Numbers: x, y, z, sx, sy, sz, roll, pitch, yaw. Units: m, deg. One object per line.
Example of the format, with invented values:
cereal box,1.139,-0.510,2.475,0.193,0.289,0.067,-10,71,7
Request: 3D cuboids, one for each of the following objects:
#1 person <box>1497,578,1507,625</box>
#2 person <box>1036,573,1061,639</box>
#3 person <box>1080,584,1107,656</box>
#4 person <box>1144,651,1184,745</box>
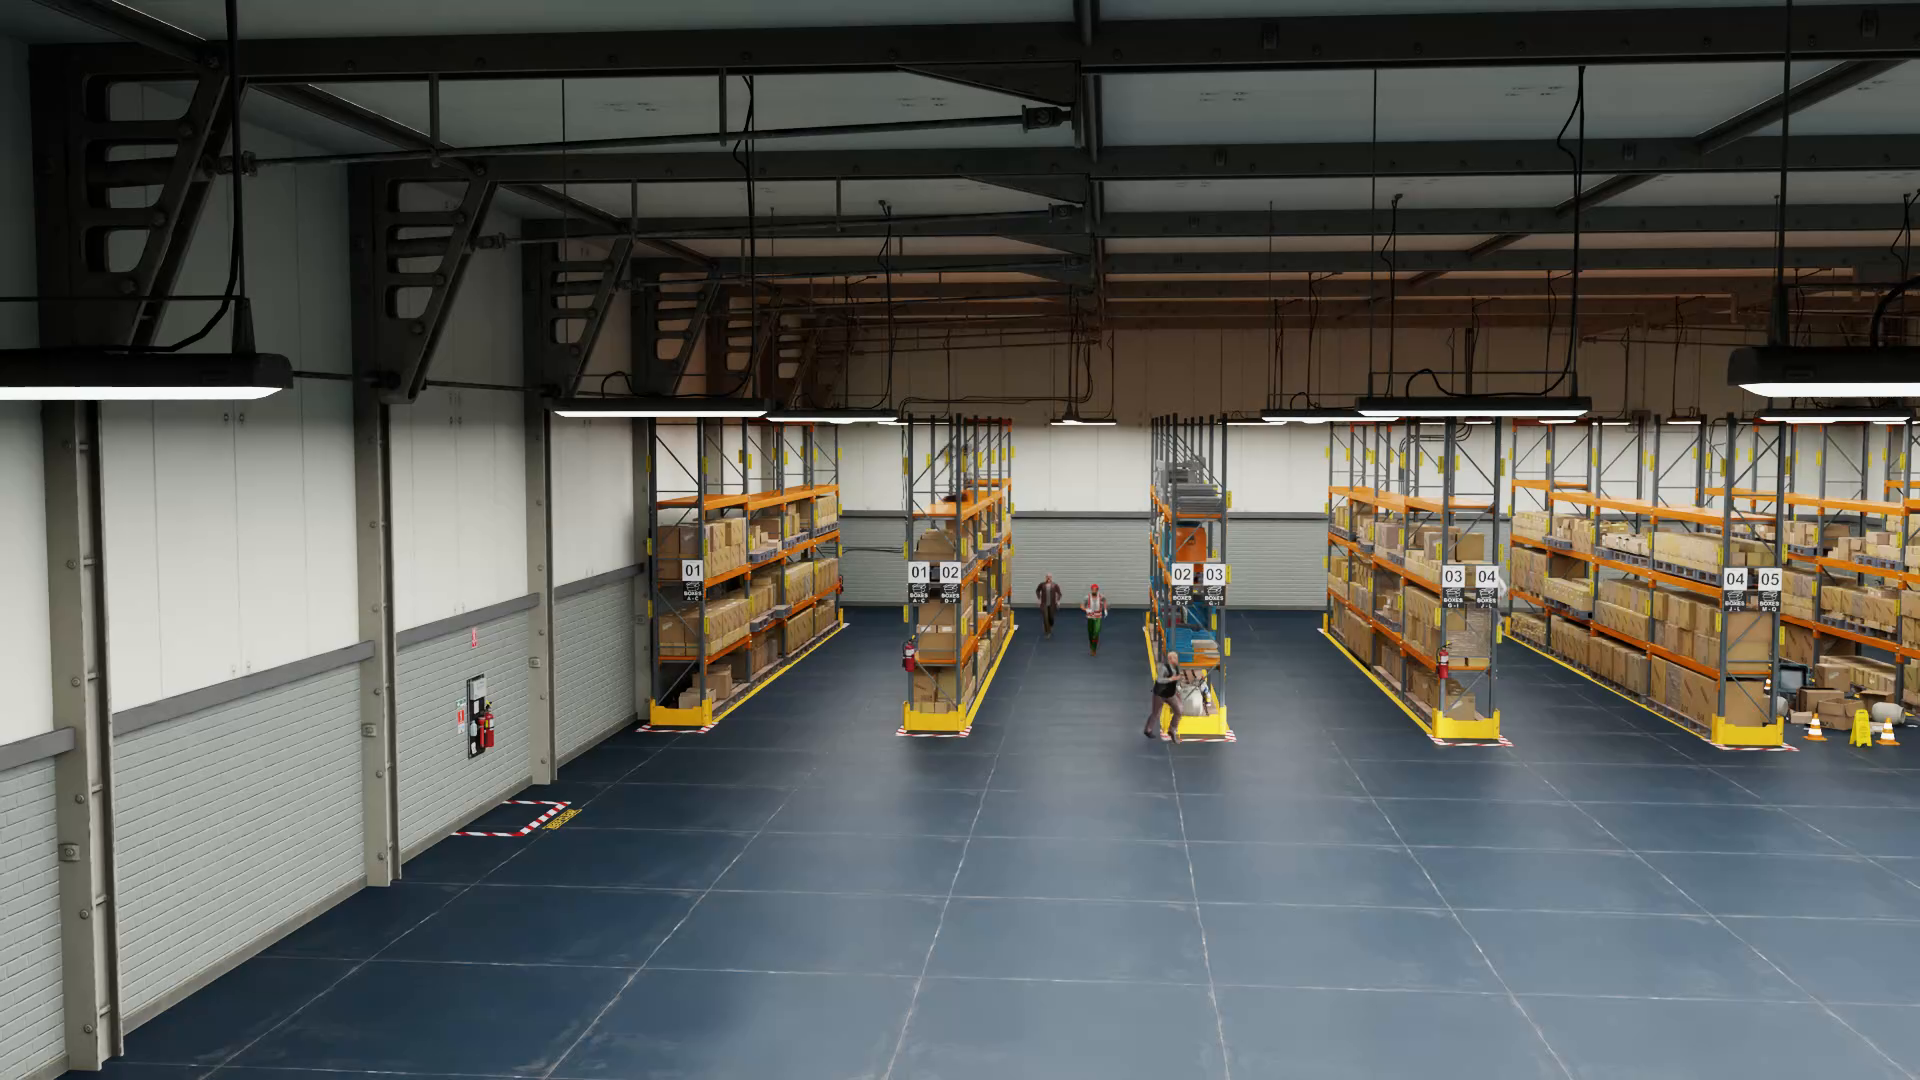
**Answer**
person,15.122,1.677,47.067,0.968,1.771,0.760,-1,4,-14
person,2.424,1.790,45.638,0.711,1.765,0.880,0,4,4
person,3.395,1.990,42.170,0.686,1.782,1.053,0,4,1
person,3.701,2.851,30.176,0.649,1.706,0.931,-3,5,-37
